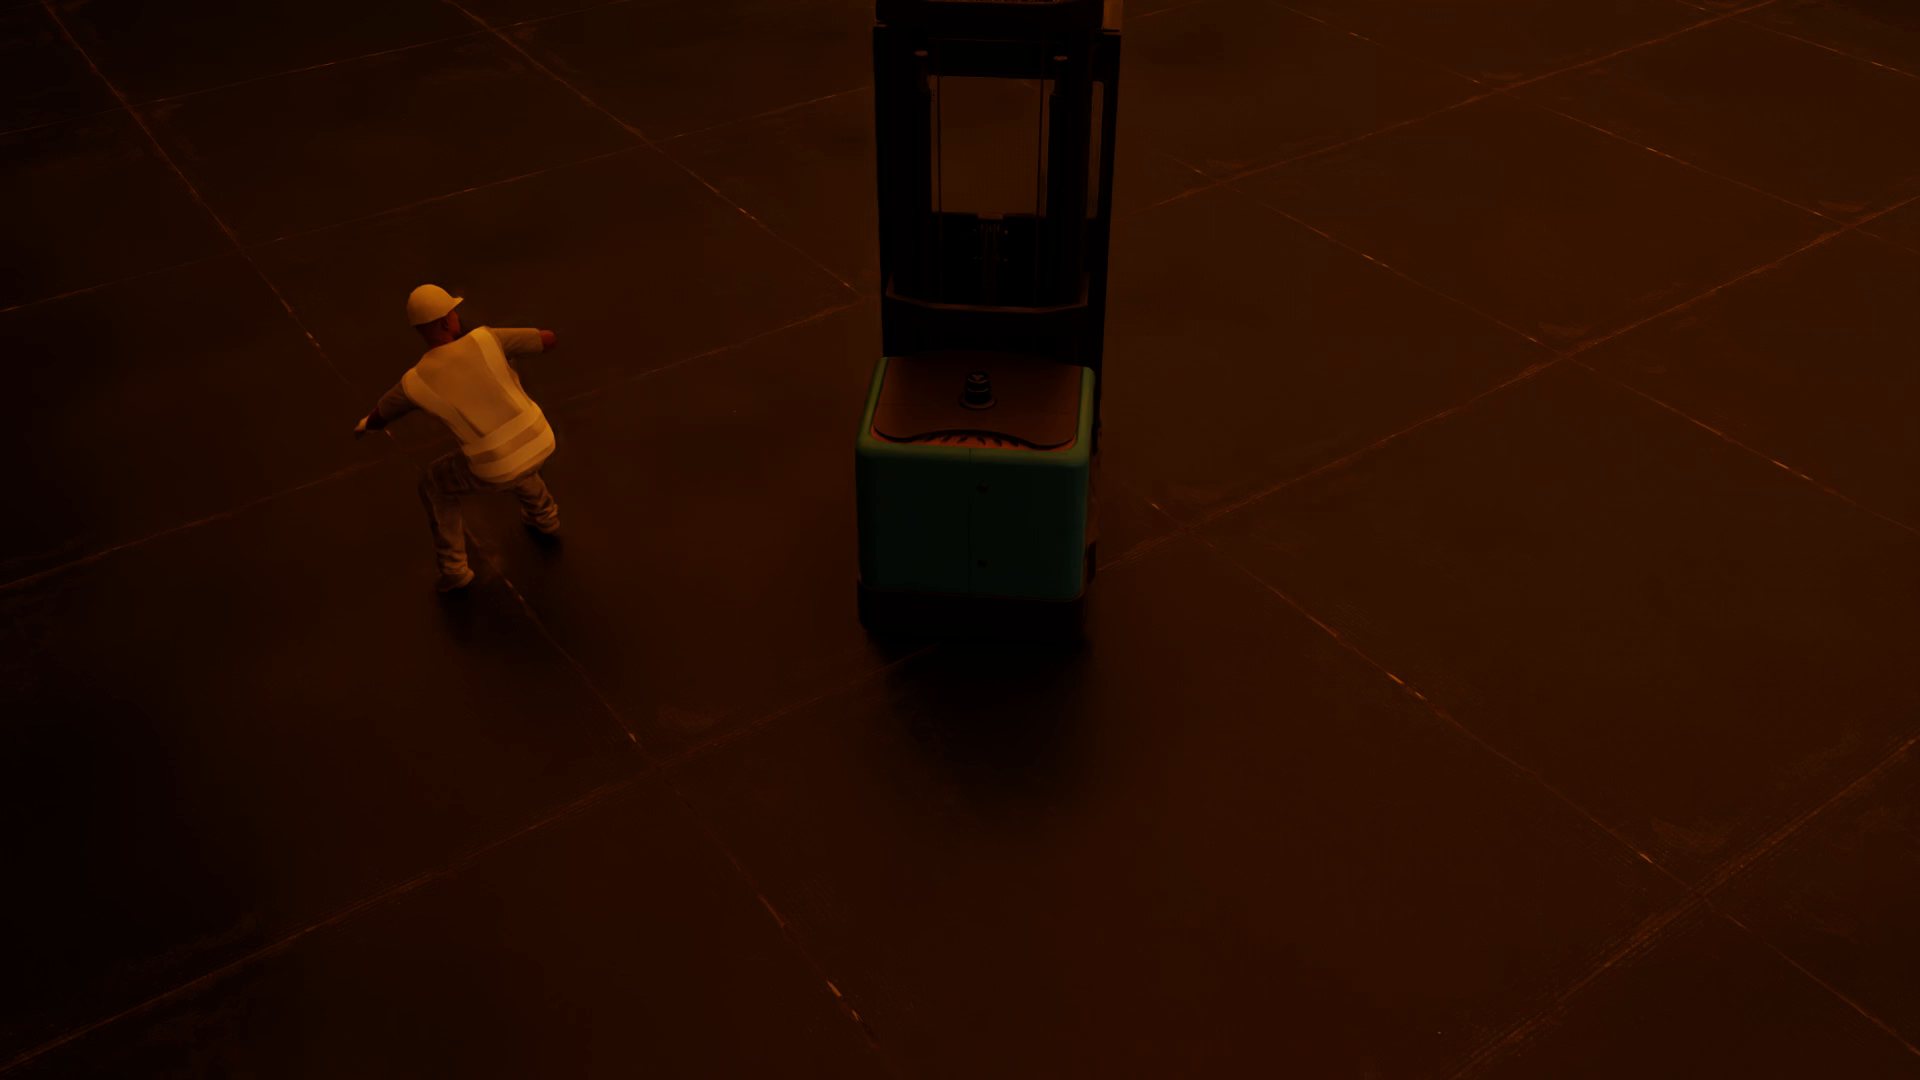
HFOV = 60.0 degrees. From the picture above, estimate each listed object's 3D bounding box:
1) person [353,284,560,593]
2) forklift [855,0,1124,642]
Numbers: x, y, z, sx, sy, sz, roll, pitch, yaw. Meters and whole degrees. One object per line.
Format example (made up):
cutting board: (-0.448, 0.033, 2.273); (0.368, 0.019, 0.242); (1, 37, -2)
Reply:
person: (-2.334, -0.545, 7.922); (0.825, 1.513, 0.926); (-29, 45, -33)
forklift: (0.187, -1.569, 8.067); (1.130, 2.935, 3.031); (3, 37, 4)
